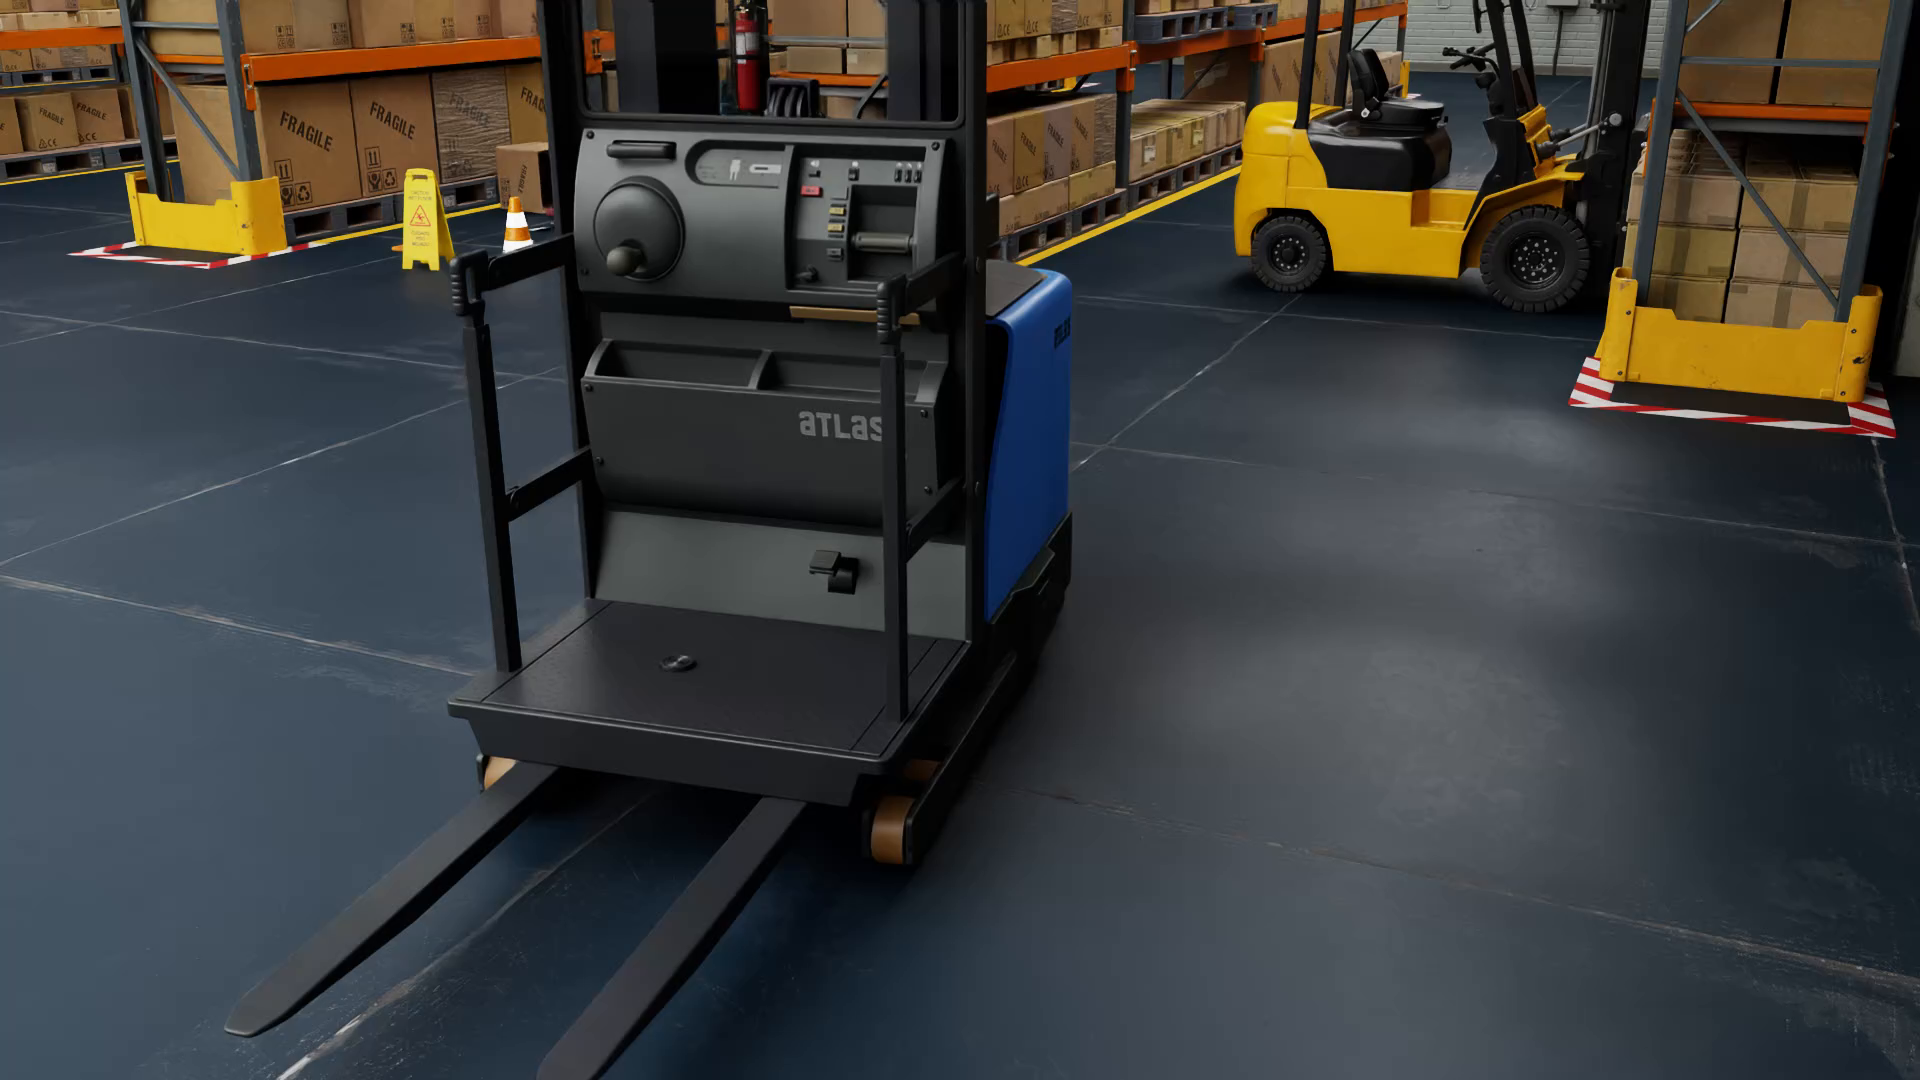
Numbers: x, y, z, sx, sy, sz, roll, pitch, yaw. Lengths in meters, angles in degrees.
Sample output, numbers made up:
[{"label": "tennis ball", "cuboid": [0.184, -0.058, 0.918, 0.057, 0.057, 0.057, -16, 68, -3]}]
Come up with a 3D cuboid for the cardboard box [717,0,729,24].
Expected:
[{"label": "cardboard box", "cuboid": [-2.608, -5.371, 16.445, 0.500, 0.500, 0.500, 9, 21, 24]}]

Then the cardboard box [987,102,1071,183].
[{"label": "cardboard box", "cuboid": [0.455, -2.816, 11.767, 0.500, 0.500, 0.500, 10, 22, 26]}]

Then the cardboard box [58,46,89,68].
[{"label": "cardboard box", "cuboid": [-14.290, -7.791, 26.475, 0.500, 0.500, 0.500, 9, 21, 23]}]

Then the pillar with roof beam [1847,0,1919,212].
[{"label": "pillar with roof beam", "cuboid": [3.396, -7.527, 13.705, 9.100, 9.000, 0.400, 9, 21, 23]}]

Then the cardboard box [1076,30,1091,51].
[{"label": "cardboard box", "cuboid": [0.740, -3.685, 12.228, 0.380, 0.149, 0.250, 9, 21, 23]}]

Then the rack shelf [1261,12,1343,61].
[{"label": "rack shelf", "cuboid": [3.324, -5.585, 18.269, 1.077, 0.370, 4.000, 9, 21, 23]}]

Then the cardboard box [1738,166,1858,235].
[{"label": "cardboard box", "cuboid": [4.129, -1.681, 8.204, 0.500, 0.250, 0.500, 8, 21, 22]}]

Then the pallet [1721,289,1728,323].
[{"label": "pallet", "cuboid": [4.034, -1.113, 8.782, 1.003, 0.211, 1.213, 9, 21, 23]}]

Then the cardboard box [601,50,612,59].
[{"label": "cardboard box", "cuboid": [-5.507, -6.620, 22.651, 1.225, 0.875, 0.875, 8, 21, 21]}]

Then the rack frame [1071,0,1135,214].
[{"label": "rack frame", "cuboid": [0.867, -4.089, 12.991, 1.000, 3.000, 0.127, 9, 21, 23]}]

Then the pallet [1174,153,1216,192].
[{"label": "pallet", "cuboid": [1.683, -3.388, 15.181, 1.003, 0.211, 1.213, 9, 21, 23]}]

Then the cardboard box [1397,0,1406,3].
[{"label": "cardboard box", "cuboid": [5.825, -7.621, 22.773, 0.500, 0.500, 0.500, 9, 21, 23]}]

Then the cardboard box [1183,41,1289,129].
[{"label": "cardboard box", "cuboid": [2.864, -4.709, 17.277, 0.875, 0.875, 0.875, 8, 21, 22]}]

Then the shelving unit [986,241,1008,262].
[{"label": "shelving unit", "cuboid": [0.022, -0.511, 5.839, 0.215, 1.050, 0.252, 9, 21, 23]}]

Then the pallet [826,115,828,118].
[{"label": "pallet", "cuboid": [-1.731, -4.885, 19.391, 1.003, 0.211, 1.213, 9, 21, 23]}]

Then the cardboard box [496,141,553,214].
[{"label": "cardboard box", "cuboid": [-3.389, -2.946, 13.502, 0.500, 0.500, 0.500, 13, 23, 32]}]

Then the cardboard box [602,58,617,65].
[{"label": "cardboard box", "cuboid": [-3.119, -4.372, 16.517, 1.050, 0.750, 0.750, 9, 21, 23]}]

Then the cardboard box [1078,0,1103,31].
[{"label": "cardboard box", "cuboid": [0.708, -3.948, 12.002, 0.500, 0.500, 0.500, 9, 22, 25]}]

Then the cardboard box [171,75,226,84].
[{"label": "cardboard box", "cuboid": [-7.903, -4.664, 17.679, 0.700, 0.500, 0.500, 7, 21, 19]}]

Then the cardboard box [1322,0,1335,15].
[{"label": "cardboard box", "cuboid": [3.980, -6.137, 18.973, 0.500, 0.250, 0.500, 8, 21, 22]}]

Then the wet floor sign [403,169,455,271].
[{"label": "wet floor sign", "cuboid": [-3.533, -2.125, 10.982, 0.267, 0.644, 0.232, 5, 20, 13]}]

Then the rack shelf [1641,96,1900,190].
[{"label": "rack shelf", "cuboid": [4.578, -2.459, 9.481, 1.077, 0.370, 4.000, 9, 21, 23]}]

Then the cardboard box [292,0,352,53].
[{"label": "cardboard box", "cuboid": [-5.012, -3.876, 12.168, 0.875, 0.550, 0.550, 9, 21, 23]}]

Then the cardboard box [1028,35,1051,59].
[{"label": "cardboard box", "cuboid": [0.396, -3.362, 11.321, 0.380, 0.149, 0.250, 9, 21, 23]}]

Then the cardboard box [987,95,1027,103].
[{"label": "cardboard box", "cuboid": [0.171, -3.037, 12.388, 0.500, 0.500, 0.500, 9, 22, 25]}]

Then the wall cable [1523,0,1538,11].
[{"label": "wall cable", "cuboid": [9.368, -9.772, 27.455, 0.588, 1.984, 0.122, 9, 21, 23]}]

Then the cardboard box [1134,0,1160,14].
[{"label": "cardboard box", "cuboid": [1.382, -4.295, 13.316, 0.380, 0.149, 0.250, 9, 21, 23]}]

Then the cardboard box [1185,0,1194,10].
[{"label": "cardboard box", "cuboid": [1.785, -4.615, 14.217, 0.380, 0.149, 0.250, 9, 21, 23]}]

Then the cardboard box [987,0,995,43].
[{"label": "cardboard box", "cuboid": [-0.114, -3.319, 10.233, 0.500, 0.500, 0.500, 9, 22, 24]}]

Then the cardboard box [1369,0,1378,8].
[{"label": "cardboard box", "cuboid": [4.994, -6.994, 21.009, 0.500, 0.500, 0.500, 9, 21, 23]}]

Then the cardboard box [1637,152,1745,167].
[{"label": "cardboard box", "cuboid": [3.867, -1.901, 8.821, 0.500, 0.250, 0.500, 9, 21, 24]}]

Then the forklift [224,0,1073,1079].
[{"label": "forklift", "cuboid": [-0.543, -0.772, 3.765, 1.130, 2.935, 3.031, 6, 20, 15]}]

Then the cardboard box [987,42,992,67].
[{"label": "cardboard box", "cuboid": [-0.024, -3.044, 10.427, 0.380, 0.149, 0.250, 9, 21, 24]}]

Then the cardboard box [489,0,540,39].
[{"label": "cardboard box", "cuboid": [-4.035, -4.523, 13.986, 0.875, 0.550, 0.550, 9, 21, 23]}]

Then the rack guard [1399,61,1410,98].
[{"label": "rack guard", "cuboid": [5.791, -6.587, 23.746, 1.175, 0.500, 0.348, 9, 21, 23]}]

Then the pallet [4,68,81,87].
[{"label": "pallet", "cuboid": [-14.731, -7.313, 26.218, 1.003, 0.211, 1.213, 9, 21, 23]}]

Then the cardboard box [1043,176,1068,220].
[{"label": "cardboard box", "cuboid": [0.449, -2.455, 11.873, 0.500, 0.250, 0.500, 9, 21, 24]}]

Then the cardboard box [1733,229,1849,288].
[{"label": "cardboard box", "cuboid": [4.141, -1.440, 8.272, 0.500, 0.250, 0.500, 9, 21, 24]}]

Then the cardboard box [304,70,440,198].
[{"label": "cardboard box", "cuboid": [-4.752, -3.197, 13.027, 0.875, 0.875, 0.875, 8, 21, 22]}]

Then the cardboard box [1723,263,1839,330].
[{"label": "cardboard box", "cuboid": [4.139, -1.212, 8.378, 0.500, 0.250, 0.500, 9, 21, 23]}]

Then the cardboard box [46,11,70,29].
[{"label": "cardboard box", "cuboid": [-8.551, -4.850, 15.503, 0.380, 0.149, 0.250, 9, 21, 23]}]

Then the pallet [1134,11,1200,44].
[{"label": "pallet", "cuboid": [1.313, -4.213, 13.624, 1.003, 0.211, 1.213, 9, 21, 23]}]

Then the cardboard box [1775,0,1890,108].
[{"label": "cardboard box", "cuboid": [4.216, -2.347, 7.943, 0.500, 0.500, 0.500, 9, 22, 24]}]

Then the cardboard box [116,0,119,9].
[{"label": "cardboard box", "cuboid": [-8.414, -5.507, 16.385, 0.875, 0.500, 0.500, 9, 21, 23]}]

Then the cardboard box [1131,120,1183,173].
[{"label": "cardboard box", "cuboid": [1.371, -3.430, 14.432, 0.950, 0.372, 0.625, 10, 22, 26]}]

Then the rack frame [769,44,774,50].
[{"label": "rack frame", "cuboid": [-2.052, -5.961, 18.253, 1.000, 3.000, 0.127, 9, 21, 23]}]

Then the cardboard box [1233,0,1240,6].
[{"label": "cardboard box", "cuboid": [2.369, -5.008, 15.323, 0.380, 0.149, 0.250, 7, 21, 20]}]

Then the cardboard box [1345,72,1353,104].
[{"label": "cardboard box", "cuboid": [4.498, -5.703, 20.725, 0.875, 0.438, 0.875, 8, 21, 22]}]

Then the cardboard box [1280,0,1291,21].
[{"label": "cardboard box", "cuboid": [3.129, -5.516, 17.226, 0.500, 0.250, 0.500, 8, 21, 21]}]

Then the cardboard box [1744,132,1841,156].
[{"label": "cardboard box", "cuboid": [4.959, -2.296, 9.934, 0.500, 0.250, 0.500, 9, 21, 23]}]

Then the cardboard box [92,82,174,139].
[{"label": "cardboard box", "cuboid": [-8.374, -4.353, 16.835, 0.500, 0.500, 0.500, 8, 21, 21]}]

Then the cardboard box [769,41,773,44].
[{"label": "cardboard box", "cuboid": [-3.449, -8.108, 26.834, 0.875, 0.875, 0.875, 9, 21, 23]}]

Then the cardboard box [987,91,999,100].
[{"label": "cardboard box", "cuboid": [0.065, -3.320, 12.218, 0.380, 0.149, 0.250, 9, 22, 25]}]
